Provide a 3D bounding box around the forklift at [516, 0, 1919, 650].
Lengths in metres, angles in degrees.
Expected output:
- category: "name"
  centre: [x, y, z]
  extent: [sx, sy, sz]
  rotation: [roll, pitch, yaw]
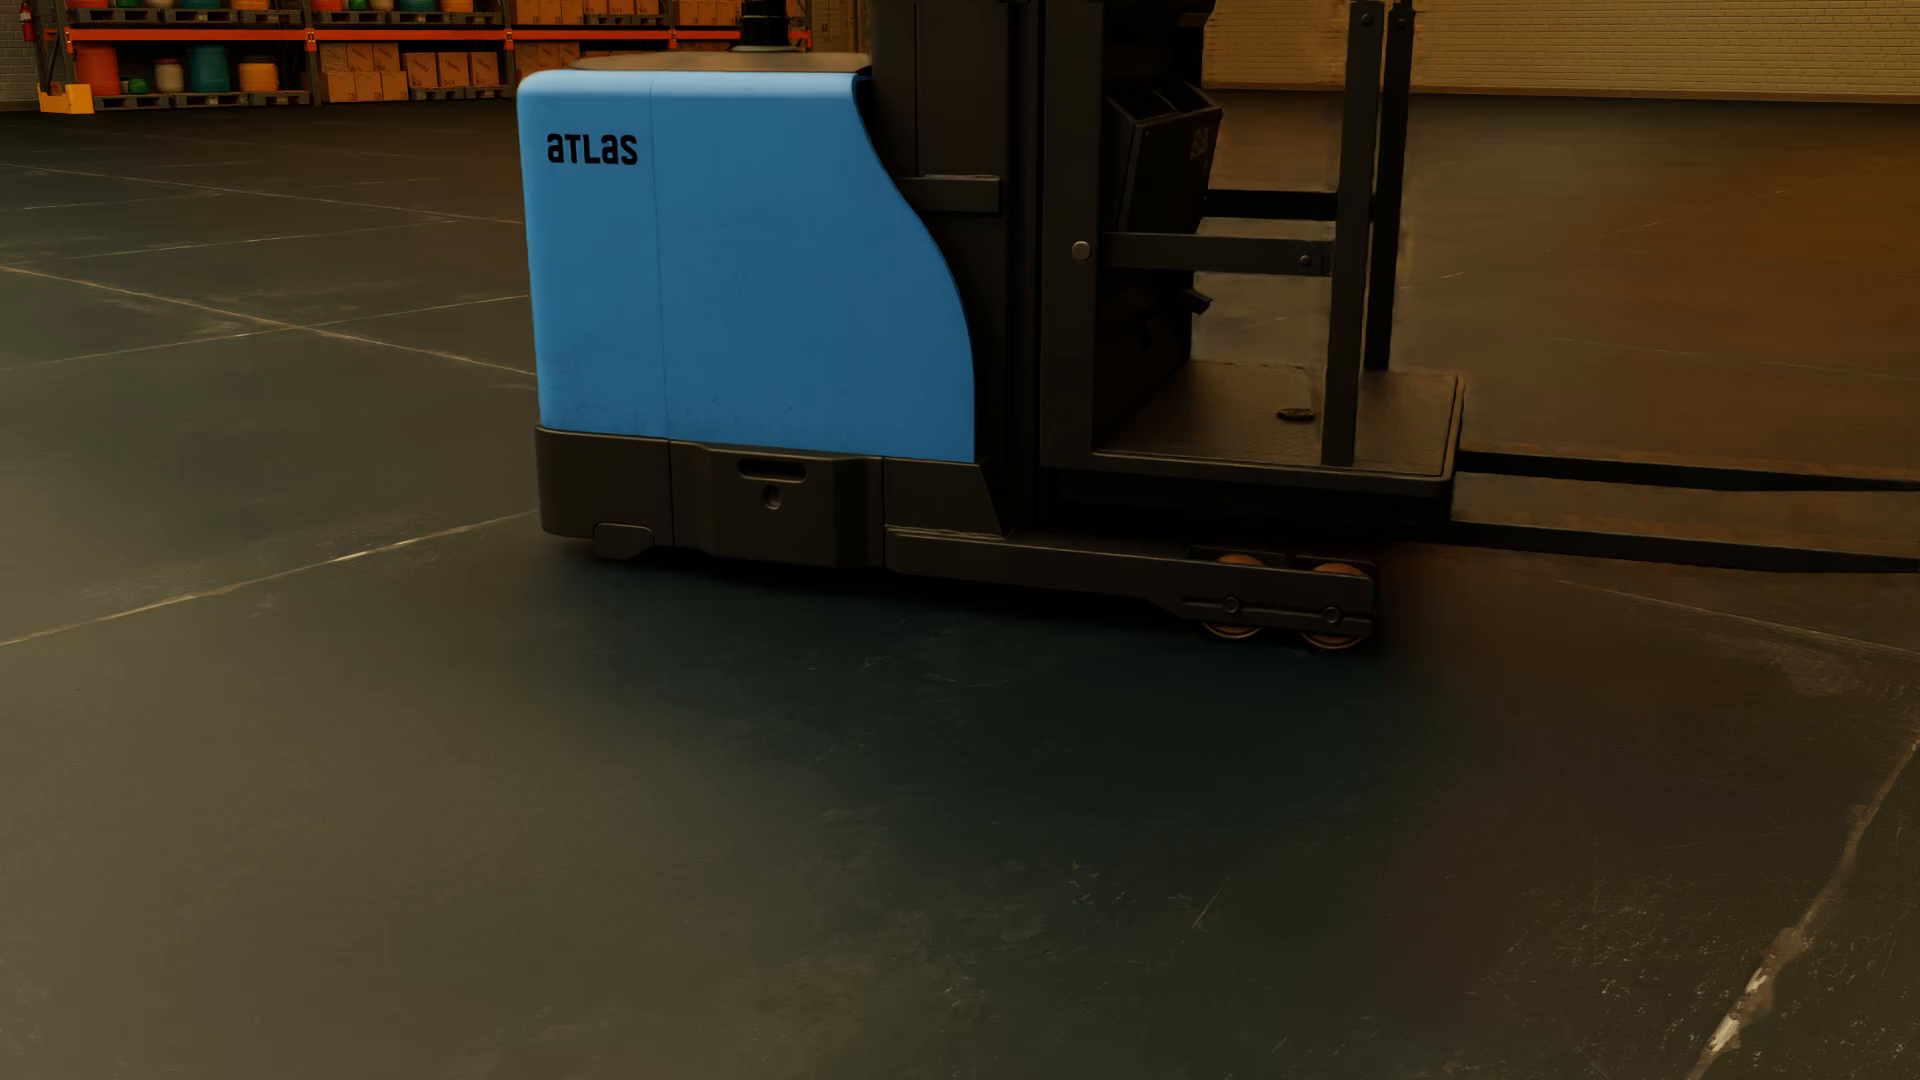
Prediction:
- category: "forklift"
  centre: [0.616, -1.361, 3.381]
  extent: [3.031, 2.935, 1.130]
  rotation: [5, 18, 17]
